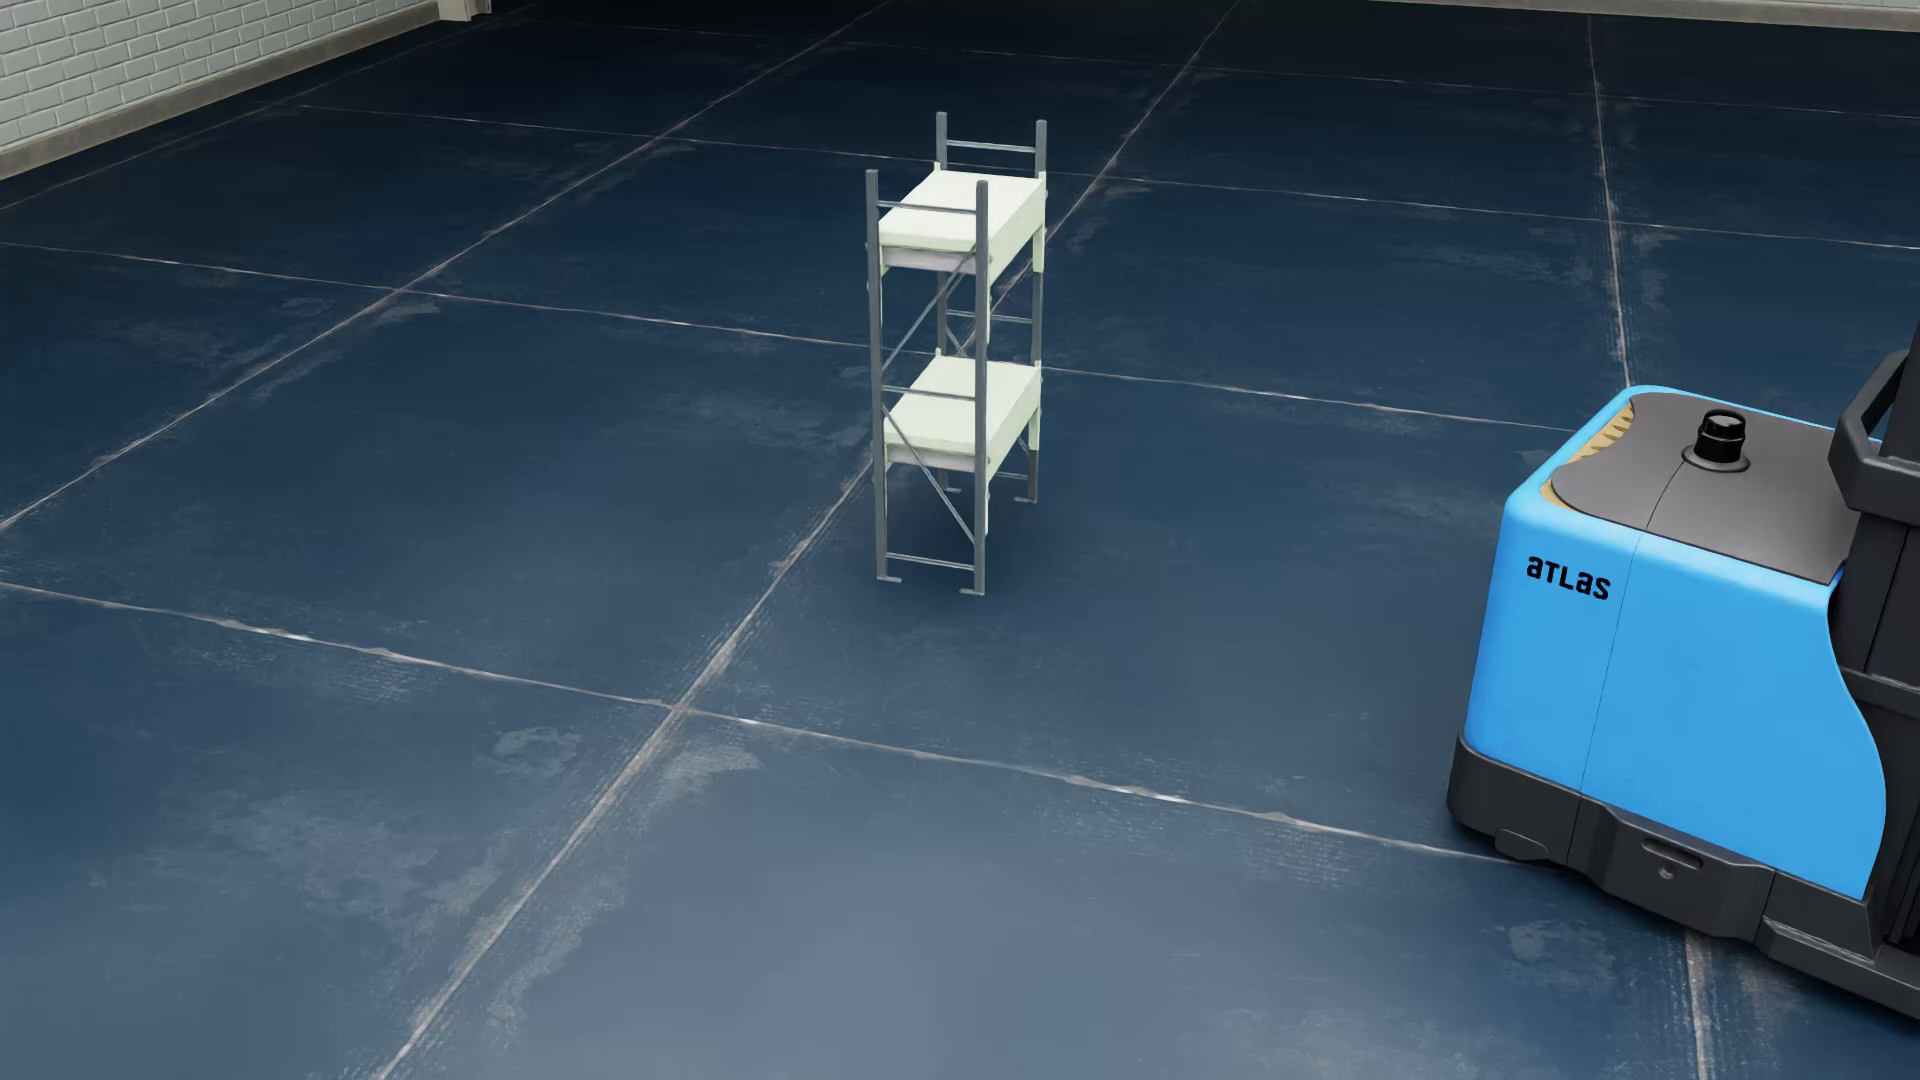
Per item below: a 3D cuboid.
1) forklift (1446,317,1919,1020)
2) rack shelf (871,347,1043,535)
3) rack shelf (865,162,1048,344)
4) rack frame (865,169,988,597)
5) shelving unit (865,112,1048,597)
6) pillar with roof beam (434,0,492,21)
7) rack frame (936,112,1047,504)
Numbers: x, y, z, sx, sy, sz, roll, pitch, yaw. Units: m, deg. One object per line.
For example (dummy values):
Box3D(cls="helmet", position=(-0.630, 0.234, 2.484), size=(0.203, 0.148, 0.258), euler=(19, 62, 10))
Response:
Box3D(cls="forklift", position=(2.858, -0.193, 3.581), size=(3.031, 2.935, 1.130), euler=(21, 35, 33))
Box3D(cls="rack shelf", position=(0.002, -0.374, 6.049), size=(0.431, 0.370, 0.720), euler=(8, 30, 15))
Box3D(cls="rack shelf", position=(0.002, -1.000, 5.701), size=(0.431, 0.370, 0.720), euler=(8, 30, 15))
Box3D(cls="rack frame", position=(-0.105, -0.488, 5.585), size=(0.400, 1.500, 0.023), euler=(8, 30, 15))
Box3D(cls="shelving unit", position=(0.002, -0.659, 5.891), size=(0.431, 1.500, 0.755), euler=(8, 30, 15))
Box3D(cls="pillar with roof beam", position=(-0.182, -7.867, 11.136), size=(9.100, 9.000, 0.400), euler=(8, 30, 15))
Box3D(cls="rack frame", position=(0.109, -0.829, 6.197), size=(0.400, 1.500, 0.023), euler=(8, 30, 15))
